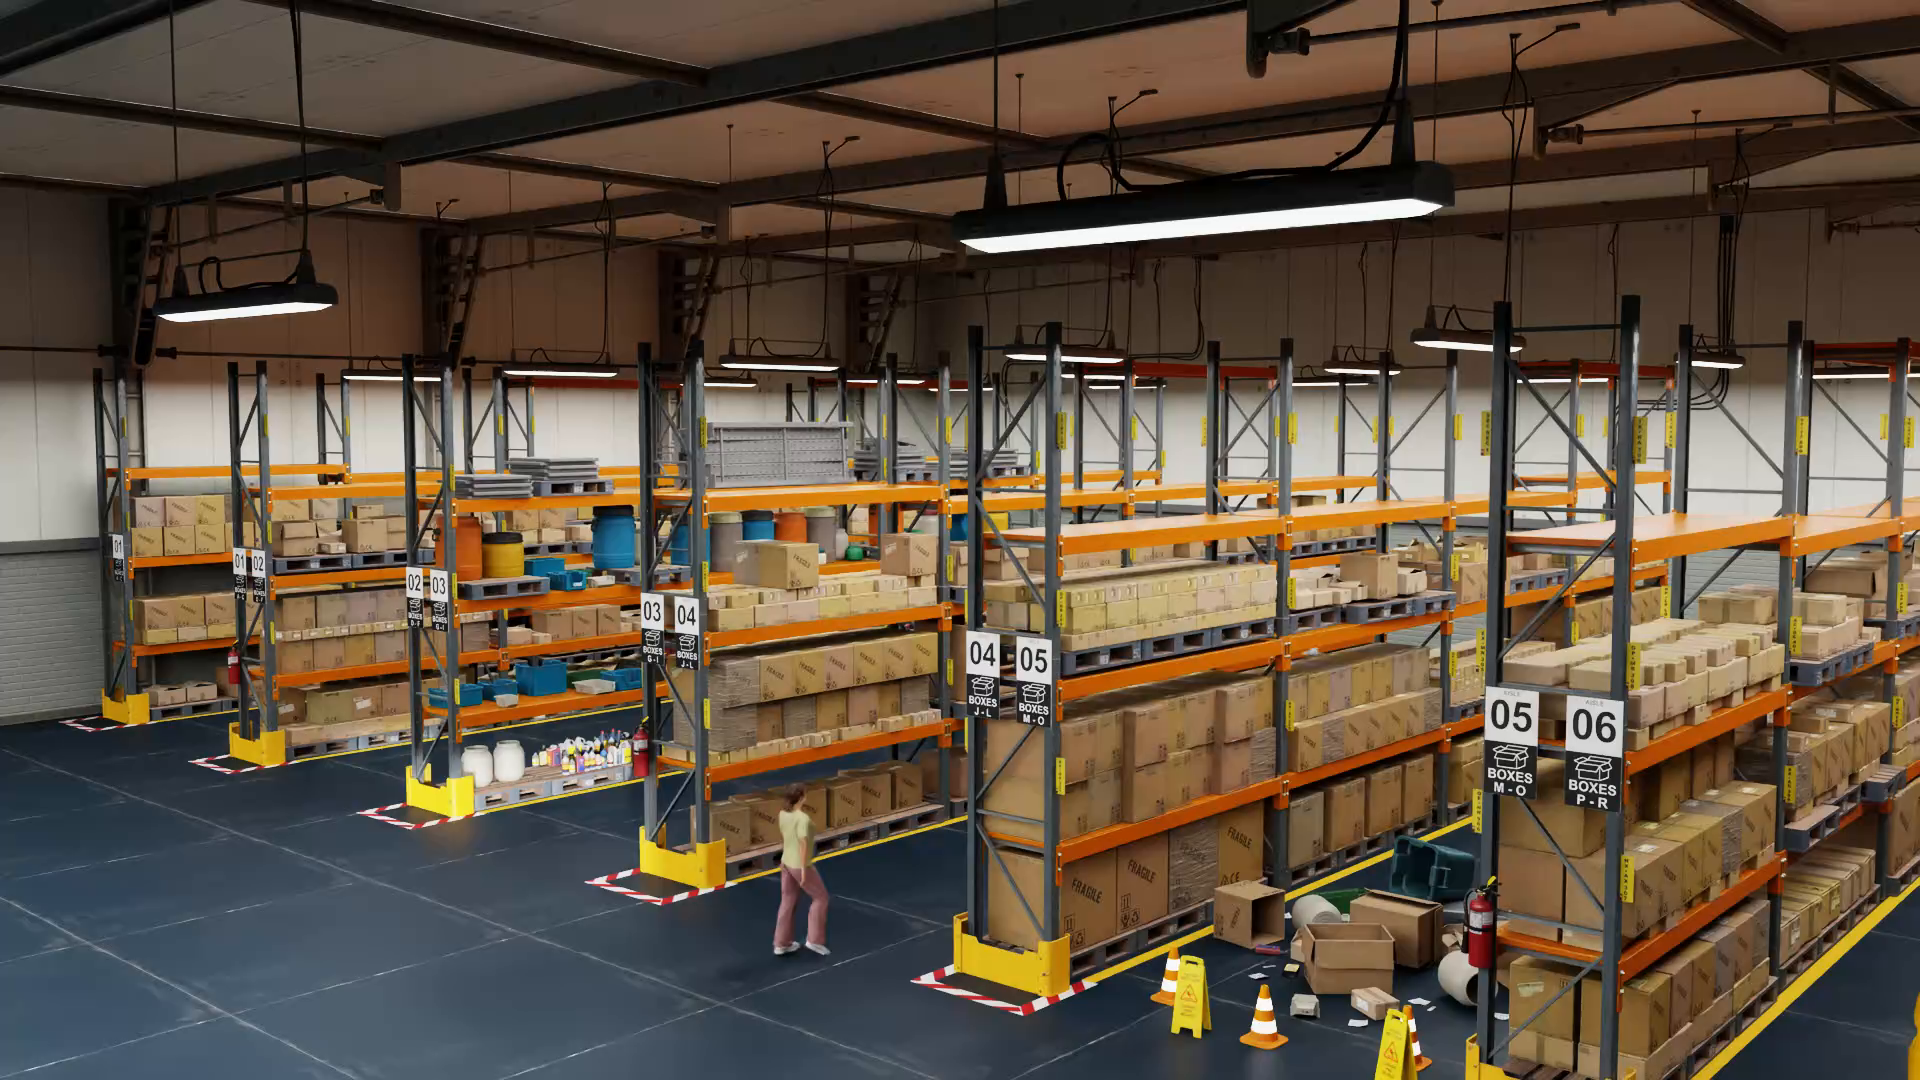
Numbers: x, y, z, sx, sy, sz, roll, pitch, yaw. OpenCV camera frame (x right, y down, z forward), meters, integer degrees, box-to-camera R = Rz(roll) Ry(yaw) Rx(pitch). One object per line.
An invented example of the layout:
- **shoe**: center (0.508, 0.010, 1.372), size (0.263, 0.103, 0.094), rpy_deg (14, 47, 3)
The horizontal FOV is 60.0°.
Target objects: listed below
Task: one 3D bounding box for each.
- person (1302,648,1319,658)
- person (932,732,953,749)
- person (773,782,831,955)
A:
- **person**: center (5.333, 2.505, 25.463), size (0.429, 1.710, 0.603), rpy_deg (0, 4, 5)
- **person**: center (-0.228, 2.639, 24.139), size (0.523, 1.636, 0.703), rpy_deg (0, 4, 5)
- **person**: center (-1.527, 3.168, 15.974), size (0.553, 1.717, 0.480), rpy_deg (-2, 5, -29)
